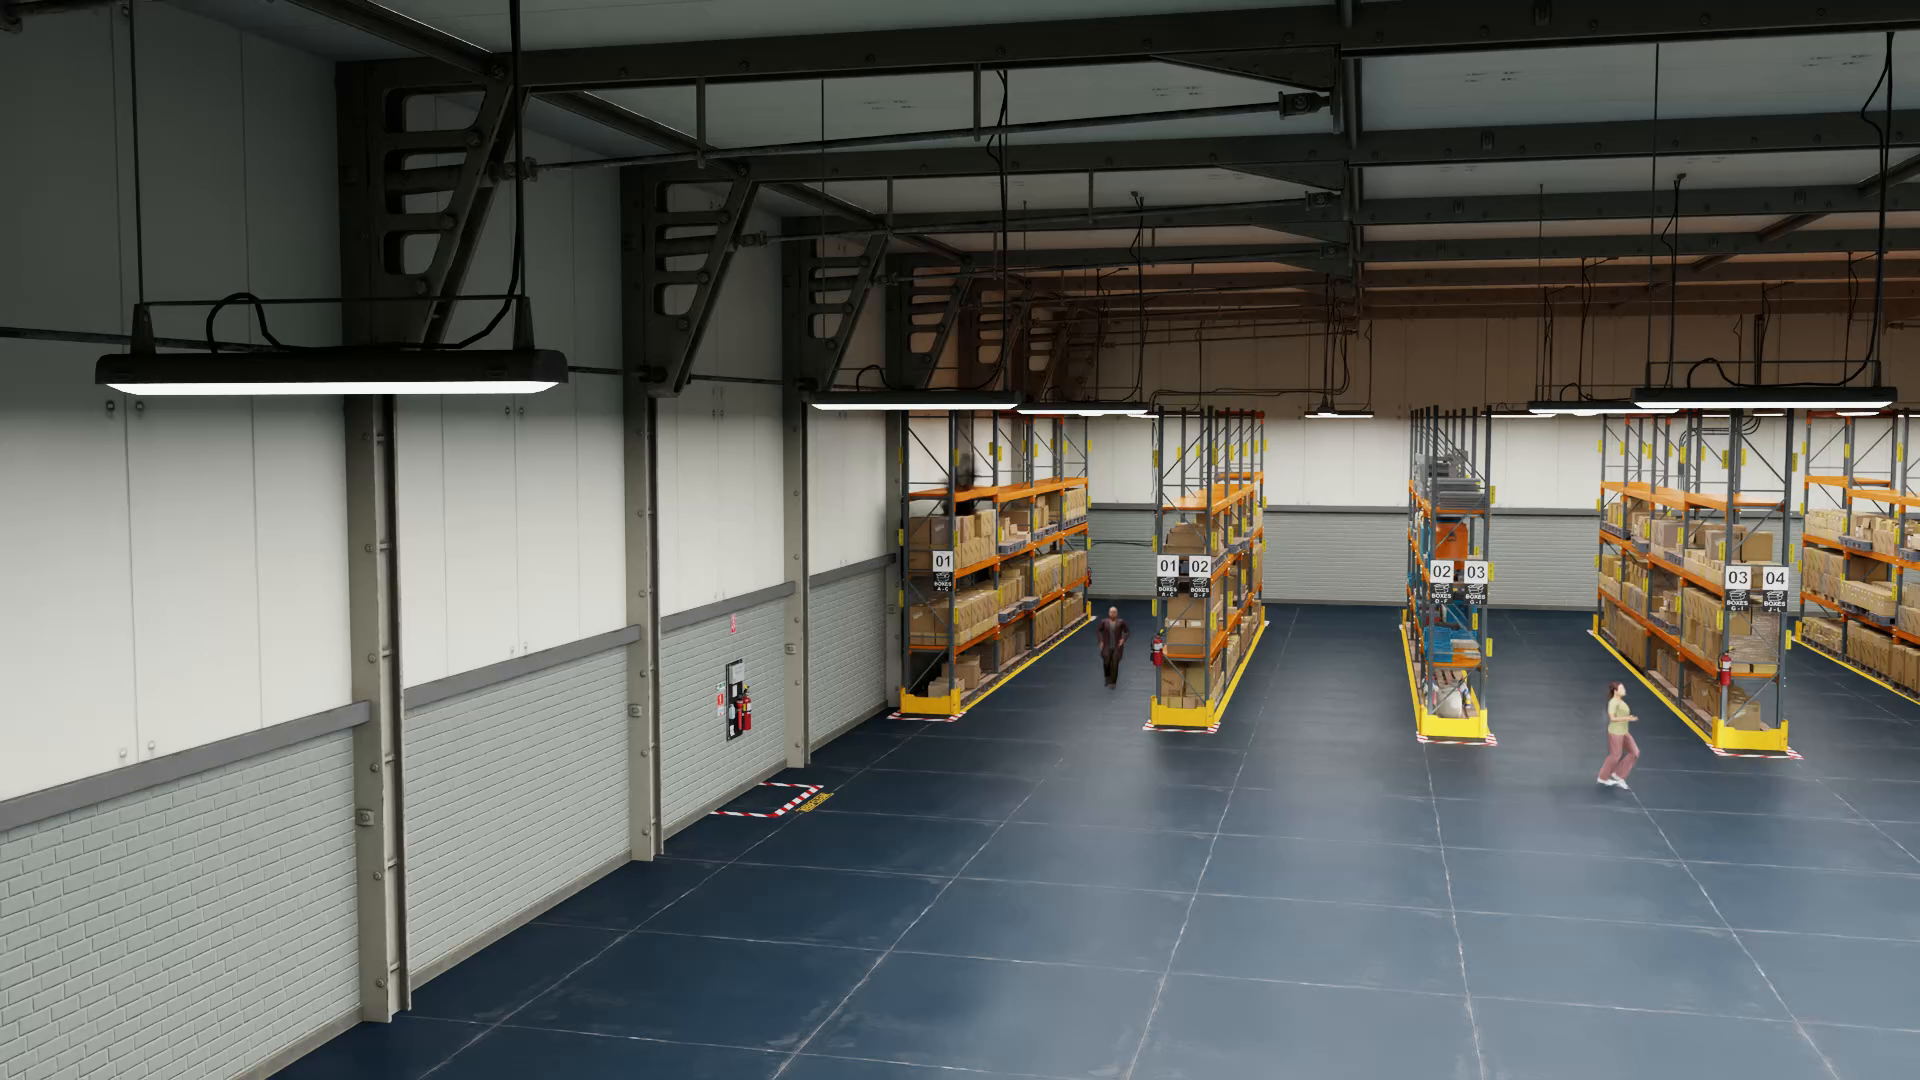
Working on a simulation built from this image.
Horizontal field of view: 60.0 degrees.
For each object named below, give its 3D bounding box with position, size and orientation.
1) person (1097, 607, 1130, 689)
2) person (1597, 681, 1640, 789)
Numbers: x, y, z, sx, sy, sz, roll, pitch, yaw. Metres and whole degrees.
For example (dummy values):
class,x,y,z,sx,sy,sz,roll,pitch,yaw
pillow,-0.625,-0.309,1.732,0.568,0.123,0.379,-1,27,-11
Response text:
class,x,y,z,sx,sy,sz,roll,pitch,yaw
person,3.248,2.293,35.291,0.722,1.746,0.627,1,4,8
person,10.259,3.038,25.874,0.633,1.689,0.560,4,6,42
